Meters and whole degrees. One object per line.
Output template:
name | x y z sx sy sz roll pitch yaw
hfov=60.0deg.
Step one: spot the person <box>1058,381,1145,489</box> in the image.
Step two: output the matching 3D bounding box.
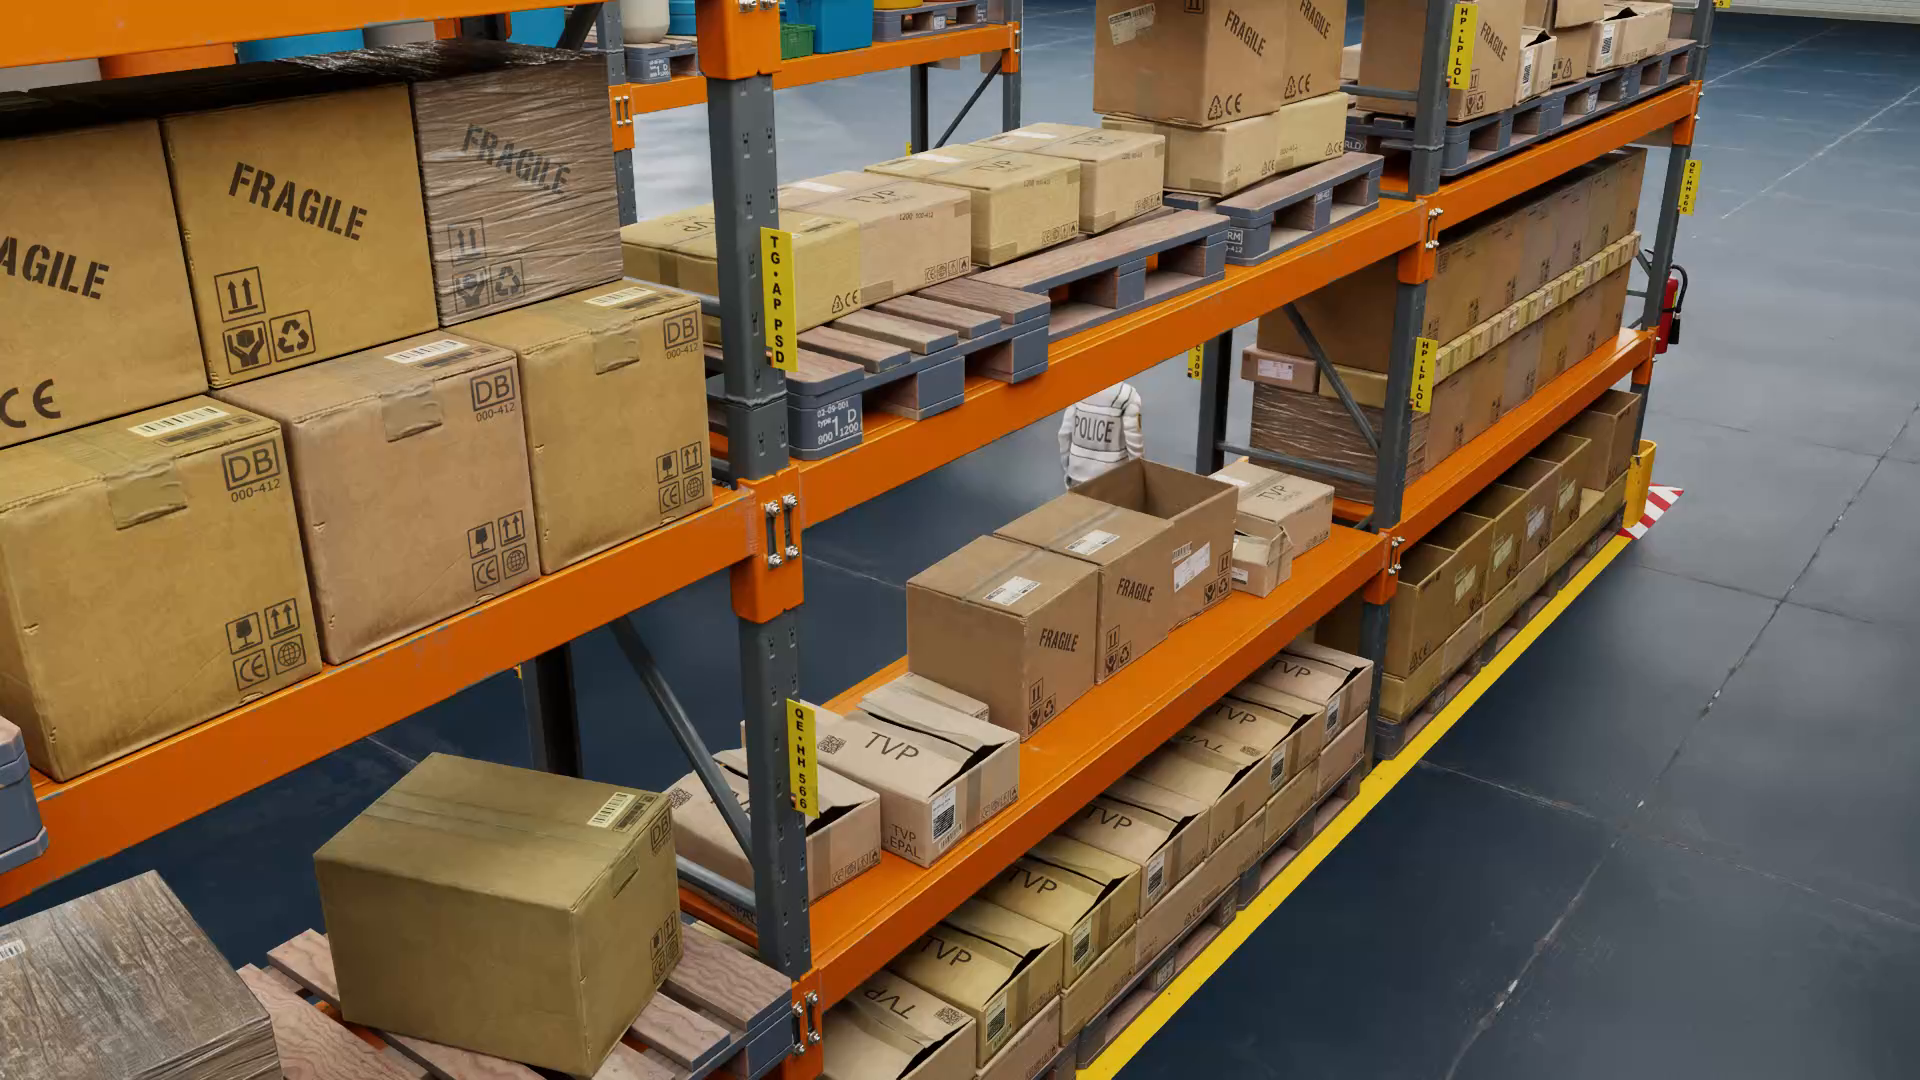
person | 0.823 -0.356 9.407 0.544 1.663 0.415 15 28 30
